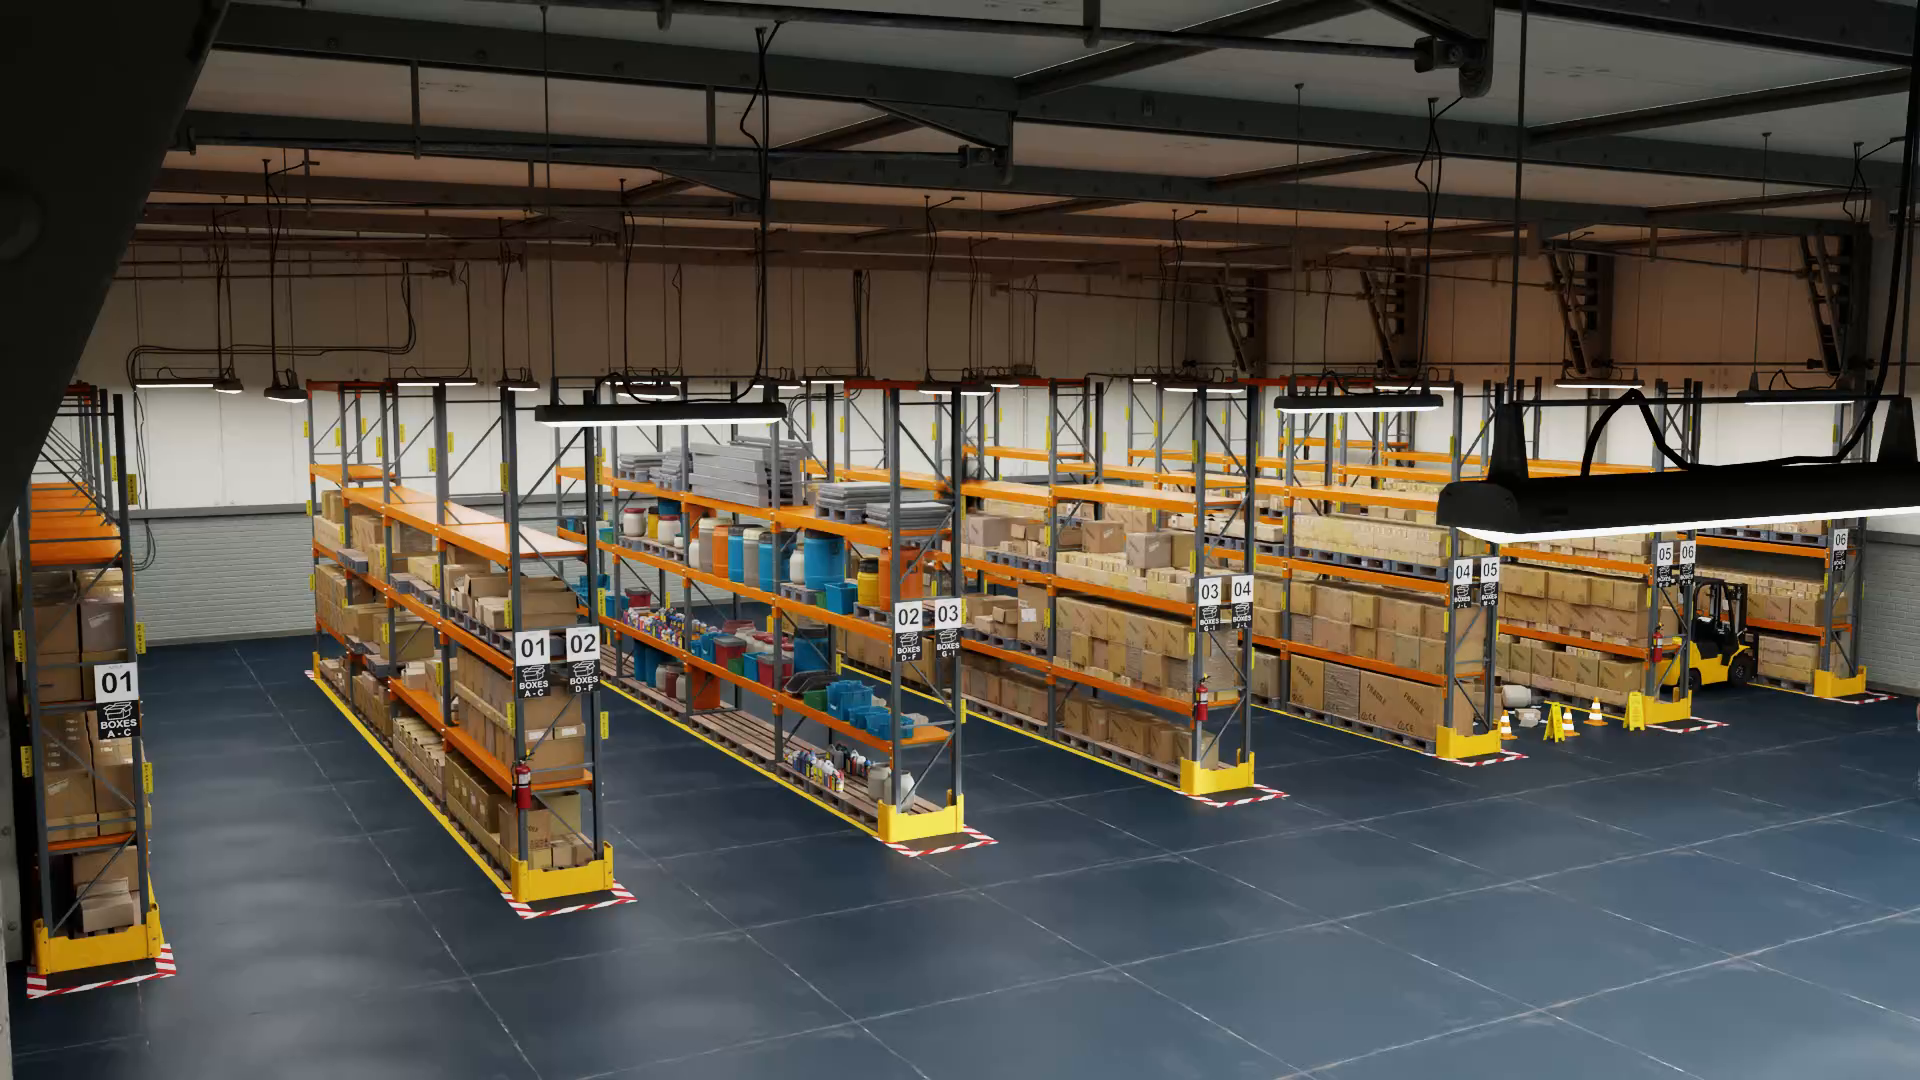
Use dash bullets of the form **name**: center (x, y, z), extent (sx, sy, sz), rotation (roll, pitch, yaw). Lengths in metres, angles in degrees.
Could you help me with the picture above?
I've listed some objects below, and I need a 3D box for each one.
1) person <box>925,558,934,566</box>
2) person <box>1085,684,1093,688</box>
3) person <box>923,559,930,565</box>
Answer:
- **person**: center (-0.942, 1.096, 41.456), extent (0.629, 1.691, 0.759), rotation (-3, 7, -27)
- **person**: center (2.563, 1.881, 30.922), extent (0.668, 1.768, 0.551), rotation (-4, 7, -33)
- **person**: center (-0.903, 1.278, 39.753), extent (0.627, 1.700, 0.805), rotation (0, 6, -1)
